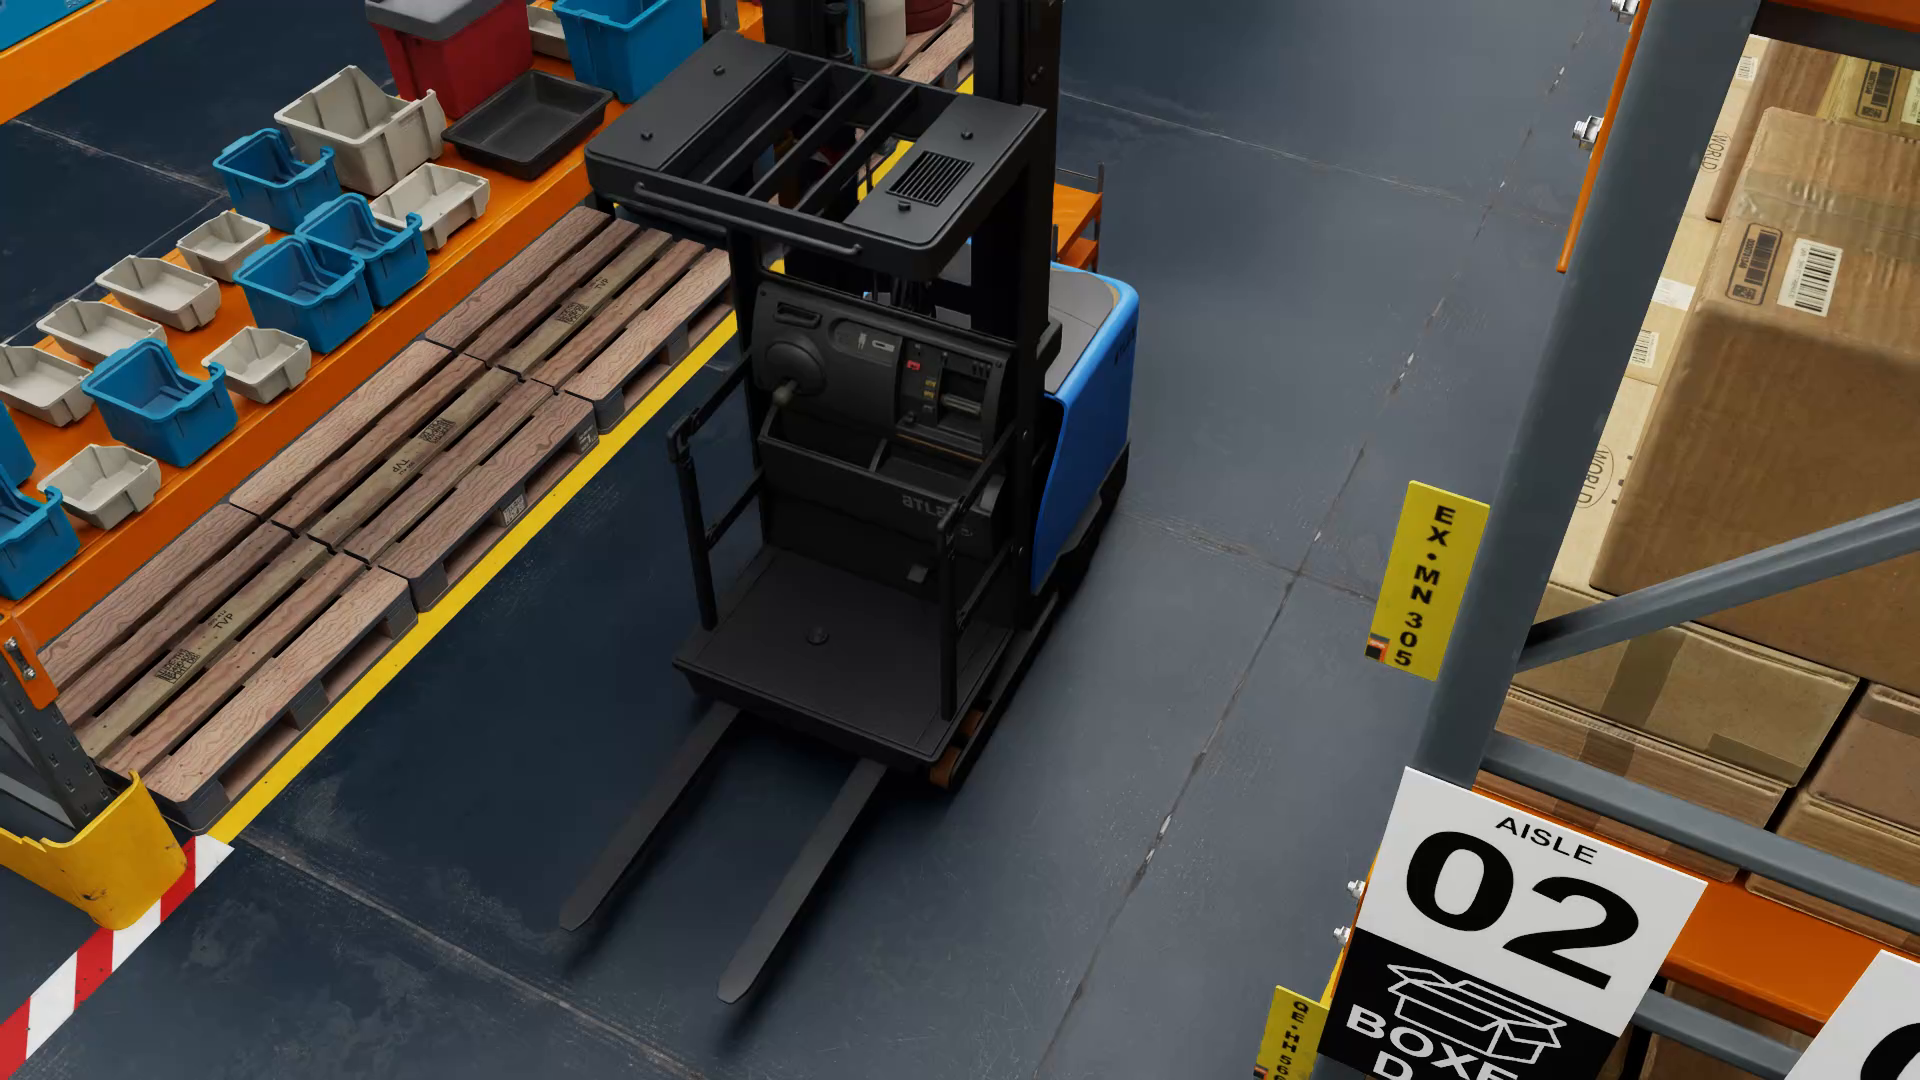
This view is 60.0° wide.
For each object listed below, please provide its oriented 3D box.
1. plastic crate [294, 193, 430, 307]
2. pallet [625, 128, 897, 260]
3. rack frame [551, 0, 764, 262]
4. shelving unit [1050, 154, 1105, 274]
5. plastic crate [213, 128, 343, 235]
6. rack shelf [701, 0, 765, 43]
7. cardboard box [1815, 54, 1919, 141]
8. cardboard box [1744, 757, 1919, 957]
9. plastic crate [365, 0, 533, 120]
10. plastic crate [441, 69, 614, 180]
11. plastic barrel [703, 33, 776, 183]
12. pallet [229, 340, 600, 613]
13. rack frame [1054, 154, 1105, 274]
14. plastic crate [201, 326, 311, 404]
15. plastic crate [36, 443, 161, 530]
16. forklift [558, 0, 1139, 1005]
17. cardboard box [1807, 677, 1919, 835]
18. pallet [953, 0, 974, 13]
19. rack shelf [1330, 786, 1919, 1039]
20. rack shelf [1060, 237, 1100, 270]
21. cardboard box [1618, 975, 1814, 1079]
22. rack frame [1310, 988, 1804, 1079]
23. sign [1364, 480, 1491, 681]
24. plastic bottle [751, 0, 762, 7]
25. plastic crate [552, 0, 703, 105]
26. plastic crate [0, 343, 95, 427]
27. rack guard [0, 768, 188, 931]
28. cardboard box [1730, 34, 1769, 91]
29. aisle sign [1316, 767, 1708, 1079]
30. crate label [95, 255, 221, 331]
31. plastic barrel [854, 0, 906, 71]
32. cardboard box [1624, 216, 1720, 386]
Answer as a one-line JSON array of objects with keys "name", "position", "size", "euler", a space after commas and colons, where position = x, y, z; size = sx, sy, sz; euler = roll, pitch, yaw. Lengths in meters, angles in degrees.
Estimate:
[{"name": "plastic crate", "position": [-2.152, -1.046, 6.030], "size": [0.416, 0.233, 0.300], "euler": [20, 49, 19]}, {"name": "pallet", "position": [-1.057, -2.030, 8.888], "size": [1.003, 0.211, 1.213], "euler": [20, 49, 19]}, {"name": "rack frame", "position": [-1.452, -2.538, 7.429], "size": [1.000, 3.000, 0.127], "euler": [20, 49, 19]}, {"name": "shelving unit", "position": [0.383, -1.015, 7.189], "size": [0.258, 1.200, 0.503], "euler": [19, 48, 18]}, {"name": "plastic crate", "position": [-2.583, -1.359, 6.339], "size": [0.416, 0.233, 0.300], "euler": [20, 49, 19]}, {"name": "rack shelf", "position": [-0.524, -3.545, 8.930], "size": [1.077, 0.370, 4.000], "euler": [20, 49, 19]}, {"name": "cardboard box", "position": [1.608, -0.437, 2.471], "size": [0.700, 0.500, 0.500], "euler": [20, 49, 19]}, {"name": "cardboard box", "position": [1.540, 0.378, 2.543], "size": [0.500, 0.250, 0.500], "euler": [20, 49, 19]}, {"name": "plastic crate", "position": [-2.089, -2.102, 6.911], "size": [0.402, 0.464, 0.583], "euler": [20, 49, 19]}, {"name": "plastic crate", "position": [-1.734, -1.668, 6.721], "size": [0.437, 0.125, 0.590], "euler": [20, 49, 19]}, {"name": "plastic barrel", "position": [-1.184, -2.285, 8.359], "size": [0.600, 0.901, 0.708], "euler": [20, 49, 19]}, {"name": "pallet", "position": [-2.324, -0.310, 7.188], "size": [1.003, 0.211, 1.213], "euler": [20, 49, 19]}, {"name": "rack frame", "position": [0.488, -1.171, 7.344], "size": [0.240, 1.200, 0.015], "euler": [19, 48, 18]}, {"name": "plastic crate", "position": [-2.365, -0.595, 5.653], "size": [0.250, 0.136, 0.298], "euler": [20, 49, 19]}, {"name": "plastic crate", "position": [-2.680, -0.168, 5.230], "size": [0.250, 0.136, 0.298], "euler": [20, 49, 19]}, {"name": "forklift", "position": [-0.372, -0.477, 5.440], "size": [1.130, 2.935, 3.031], "euler": [19, 48, 18]}, {"name": "cardboard box", "position": [1.546, 0.205, 2.364], "size": [0.500, 0.250, 0.500], "euler": [20, 49, 19]}, {"name": "pallet", "position": [0.076, -3.567, 10.407], "size": [1.003, 0.211, 1.213], "euler": [20, 49, 19]}, {"name": "rack shelf", "position": [2.005, -0.442, 3.754], "size": [1.077, 0.370, 4.000], "euler": [20, 49, 19]}, {"name": "rack shelf", "position": [0.383, -1.125, 7.078], "size": [0.258, 0.148, 0.480], "euler": [19, 48, 18]}, {"name": "cardboard box", "position": [1.516, 1.041, 3.119], "size": [0.500, 0.500, 0.500], "euler": [22, 49, 20]}, {"name": "rack frame", "position": [1.077, 1.620, 3.320], "size": [1.000, 3.000, 0.127], "euler": [20, 49, 19]}, {"name": "sign", "position": [0.595, 0.058, 2.132], "size": [0.100, 0.325, 0.005], "euler": [20, 49, 19]}, {"name": "plastic bottle", "position": [-0.904, -2.587, 7.560], "size": [0.061, 0.283, 0.133], "euler": [20, 49, 19]}, {"name": "plastic crate", "position": [-1.367, -2.147, 7.012], "size": [0.392, 0.384, 0.575], "euler": [20, 49, 19]}, {"name": "plastic crate", "position": [-3.091, -0.520, 5.578], "size": [0.396, 0.136, 0.243], "euler": [20, 49, 19]}, {"name": "rack guard", "position": [-3.308, 0.880, 5.809], "size": [1.175, 0.500, 0.348], "euler": [20, 49, 19]}, {"name": "cardboard box", "position": [1.783, -0.911, 3.467], "size": [0.500, 0.250, 0.500], "euler": [20, 49, 19]}, {"name": "aisle sign", "position": [0.774, 0.648, 2.453], "size": [0.394, 0.787, 0.004], "euler": [20, 49, 19]}, {"name": "crate label", "position": [-2.836, -0.881, 5.935], "size": [0.396, 0.136, 0.243], "euler": [20, 49, 19]}, {"name": "plastic barrel", "position": [-0.514, -2.920, 9.261], "size": [0.421, 0.512, 0.421], "euler": [0, 45, 0]}, {"name": "cardboard box", "position": [1.321, -0.281, 2.843], "size": [0.500, 0.250, 0.500], "euler": [20, 49, 19]}]
